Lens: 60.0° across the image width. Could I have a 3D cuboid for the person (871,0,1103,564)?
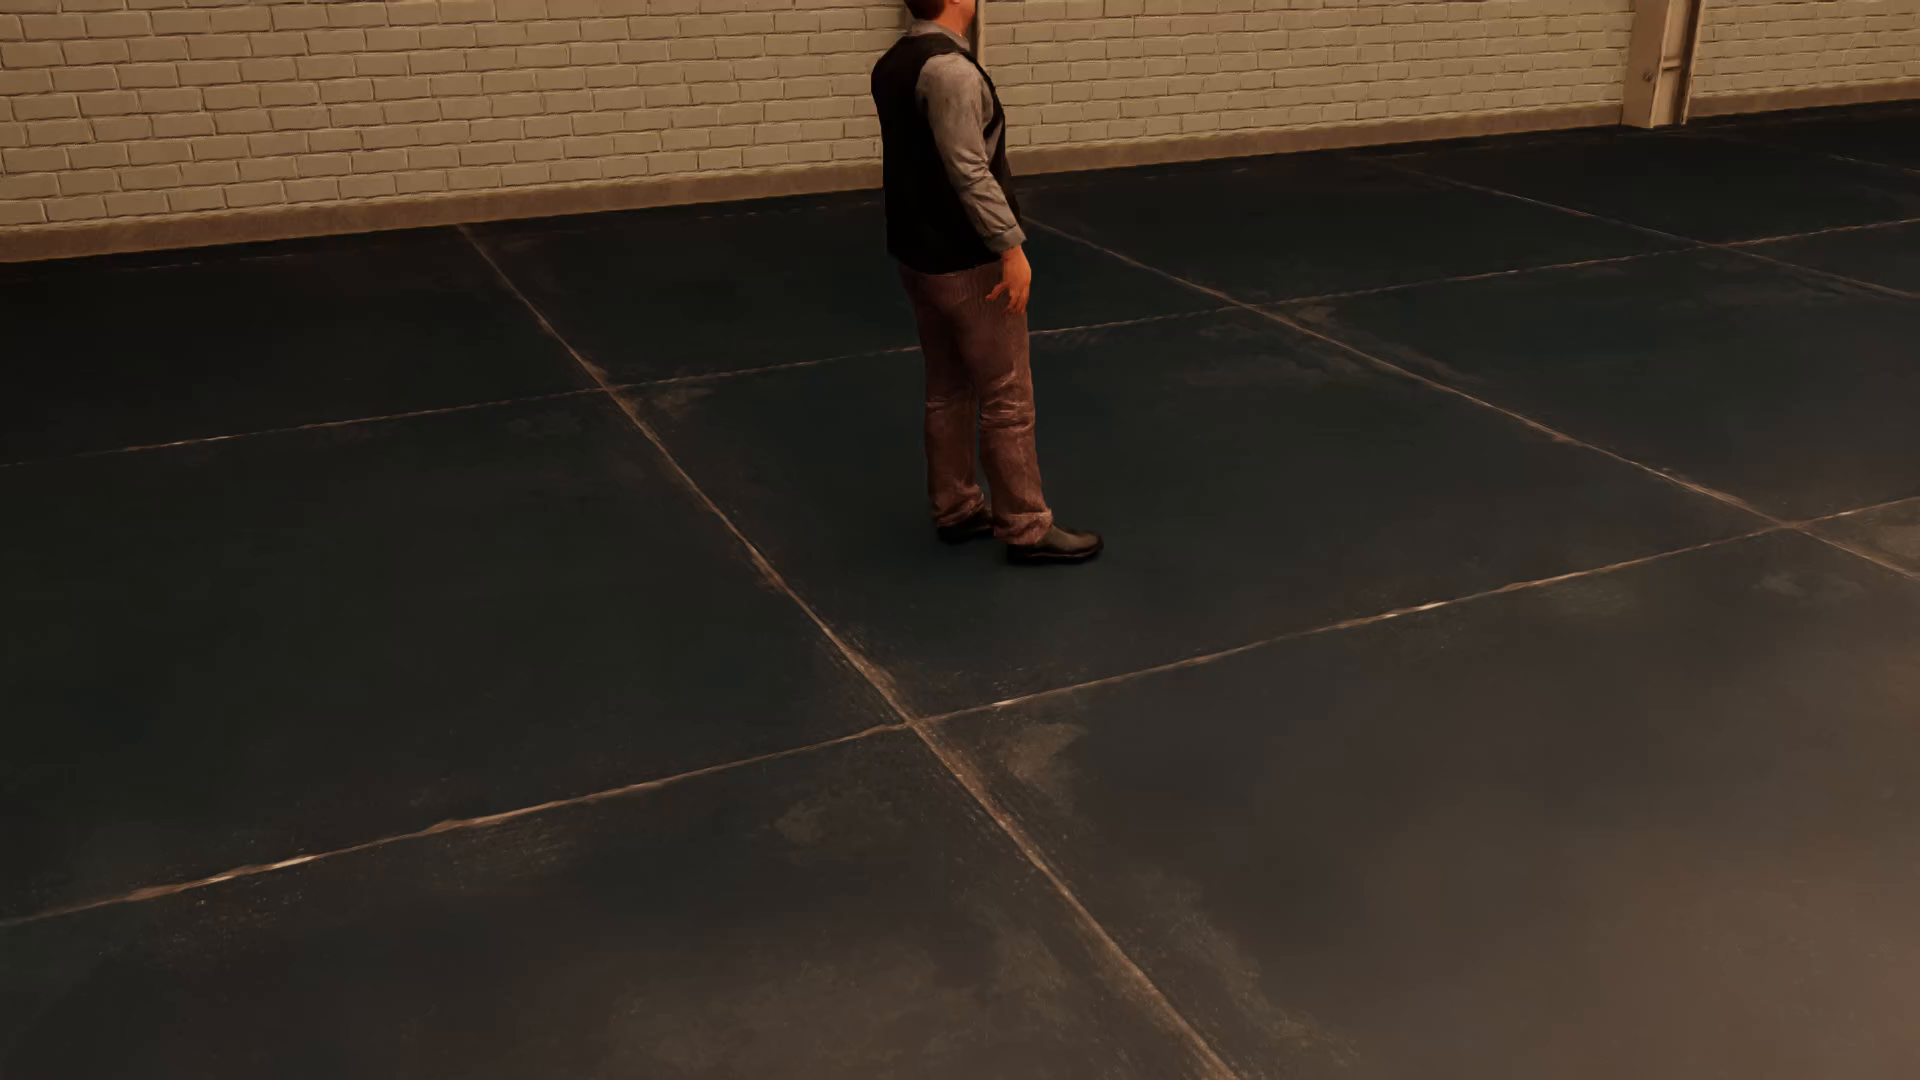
[{"bbox_3d":[0.067,-0.777,4.808,0.551,1.648,0.632,-10,25,-23],"label":"person"}]
